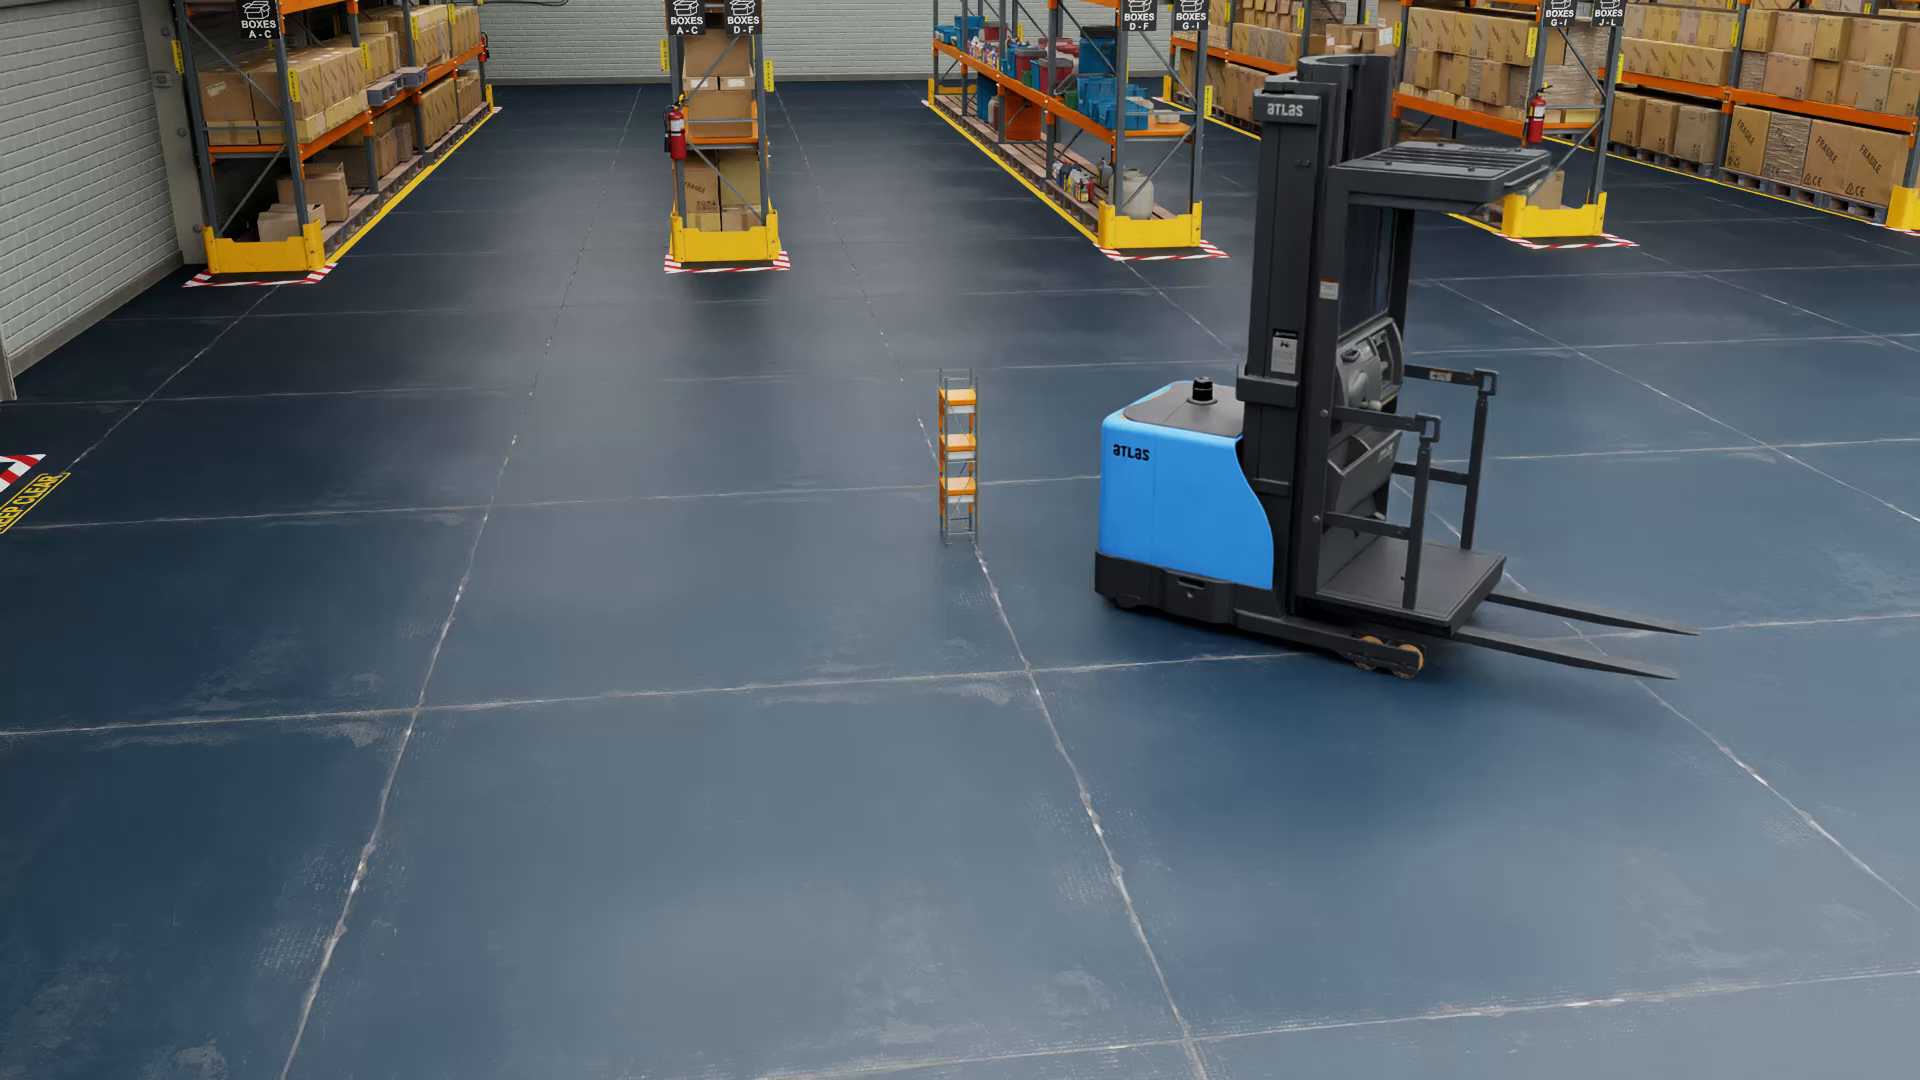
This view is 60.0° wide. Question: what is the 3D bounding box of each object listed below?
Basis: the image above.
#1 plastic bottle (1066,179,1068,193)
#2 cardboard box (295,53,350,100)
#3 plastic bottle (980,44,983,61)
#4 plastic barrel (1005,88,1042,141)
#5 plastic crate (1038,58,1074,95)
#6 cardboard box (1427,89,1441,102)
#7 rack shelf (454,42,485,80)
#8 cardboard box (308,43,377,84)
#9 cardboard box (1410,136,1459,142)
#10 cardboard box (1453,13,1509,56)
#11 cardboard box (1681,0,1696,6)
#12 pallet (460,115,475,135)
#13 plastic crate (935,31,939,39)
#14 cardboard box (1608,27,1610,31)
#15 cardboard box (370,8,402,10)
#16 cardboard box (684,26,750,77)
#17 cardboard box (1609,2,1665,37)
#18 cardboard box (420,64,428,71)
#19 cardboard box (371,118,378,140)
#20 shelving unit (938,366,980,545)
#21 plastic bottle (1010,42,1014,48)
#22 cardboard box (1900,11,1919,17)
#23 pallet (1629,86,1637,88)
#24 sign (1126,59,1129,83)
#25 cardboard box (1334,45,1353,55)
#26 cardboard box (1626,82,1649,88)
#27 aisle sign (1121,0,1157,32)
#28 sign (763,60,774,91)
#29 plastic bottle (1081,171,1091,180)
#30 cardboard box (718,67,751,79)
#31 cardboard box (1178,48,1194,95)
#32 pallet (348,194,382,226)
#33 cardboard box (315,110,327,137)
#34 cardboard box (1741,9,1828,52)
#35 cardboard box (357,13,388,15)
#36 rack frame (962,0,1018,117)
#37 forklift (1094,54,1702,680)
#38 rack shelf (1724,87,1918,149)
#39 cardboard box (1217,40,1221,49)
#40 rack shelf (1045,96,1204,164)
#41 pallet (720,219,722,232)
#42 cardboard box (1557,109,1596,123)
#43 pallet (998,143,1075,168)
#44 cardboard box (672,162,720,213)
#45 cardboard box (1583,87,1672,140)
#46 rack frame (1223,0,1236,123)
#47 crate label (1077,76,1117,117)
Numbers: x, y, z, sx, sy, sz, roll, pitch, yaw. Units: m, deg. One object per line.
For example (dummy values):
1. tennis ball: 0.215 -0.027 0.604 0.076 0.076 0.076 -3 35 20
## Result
1. plastic bottle: 1.442 -4.651 21.752 0.097 0.201 0.097 0 20 0
2. cardboard box: -7.599 -5.516 19.811 0.500 0.500 0.500 -4 21 -9
3. plastic bottle: 0.384 -8.308 28.357 0.097 0.271 0.097 0 20 0
4. plastic barrel: 1.027 -6.954 27.049 0.600 0.830 0.708 -3 21 -8
5. plastic crate: 1.318 -6.403 22.980 0.402 0.464 0.583 -3 21 -8
6. cardboard box: 6.453 -5.916 22.127 0.380 0.149 0.250 -3 21 -8
7. rack shelf: -9.554 -8.846 30.642 1.077 0.370 4.000 -3 21 -8
8. cardboard box: -8.226 -6.345 22.147 0.700 0.500 0.500 -1 20 -2
9. cardboard box: 6.610 -5.355 23.240 0.500 0.500 0.500 -4 21 -9
10. cardboard box: 6.634 -6.437 21.168 0.500 0.500 0.500 -3 21 -8
11. cardboard box: 14.757 -10.756 33.157 0.500 0.500 0.500 -3 21 -7
12. pallet: -9.298 -7.452 29.865 1.003 0.211 1.213 -3 21 -8
13. plastic crate: -0.365 -10.062 33.162 0.250 0.136 0.298 -3 21 -8
14. cardboard box: 11.063 -8.599 27.862 0.380 0.149 0.250 -3 21 -8
15. cardboard box: -9.298 -8.511 27.048 0.500 0.250 0.500 -4 21 -10
16. cardboard box: -2.697 -5.422 18.449 0.700 0.500 0.500 -3 21 -8
17. cardboard box: 10.993 -8.430 26.927 0.700 0.500 0.500 -3 21 -8
18. cardboard box: -8.490 -7.307 25.823 0.380 0.149 0.250 -2 21 -6
19. cardboard box: -8.381 -5.693 23.045 0.500 0.250 0.500 -4 21 -9
20. shelving unit: -0.008 -0.510 10.082 0.215 1.050 0.252 -3 21 -8
21. plastic bottle: 0.919 -8.496 28.860 0.097 0.271 0.097 0 20 0
22. cardboard box: 15.740 -8.390 27.225 0.500 0.500 0.500 -2 21 -5
23. pallet: 14.862 -9.546 35.472 1.003 0.211 1.213 -3 21 -8
24. sign: 2.237 -6.374 22.599 0.100 0.325 0.005 -3 21 -8
25. cardboard box: 6.030 -7.390 25.329 0.500 0.250 0.500 -4 21 -9
26. cardboard box: 14.863 -9.898 35.491 0.875 0.438 0.875 -4 21 -10
27. aisle sign: 1.984 -6.013 18.314 0.394 0.787 0.004 -3 21 -8
28. sign: -2.084 -5.056 18.114 0.100 0.325 0.005 -3 21 -8
29. plastic bottle: 1.628 -4.654 21.653 0.152 0.276 0.135 -3 21 -8
30. cardboard box: -2.628 -5.442 19.429 0.380 0.149 0.250 -4 21 -10
31. cardboard box: 5.034 -9.609 34.092 0.875 0.875 0.875 -3 21 -8
32. pallet: -7.981 -4.184 21.116 1.003 0.211 1.213 -3 21 -8
33. cardboard box: -7.381 -4.639 18.535 0.500 0.250 0.500 -4 21 -9
34. cardboard box: 11.534 -7.132 23.267 0.875 0.550 0.550 -3 21 -8
35. cardboard box: -9.082 -7.976 25.616 0.500 0.250 0.500 -4 21 -10
36. rack frame: 0.538 -8.990 30.000 1.000 3.000 0.127 -3 21 -8
37. forklift: 2.270 -0.891 8.412 3.031 2.935 1.130 12 24 30
38. rack shelf: 11.803 -5.656 22.101 1.077 0.370 4.000 -3 21 -8
39. cardboard box: 5.033 -9.301 31.190 0.380 0.149 0.250 -3 21 -7
40. rack shelf: 1.979 -5.191 20.856 1.077 0.370 4.000 -3 21 -8
41. pallet: -2.786 -3.543 19.401 1.003 0.211 1.213 -3 21 -8
42. cardboard box: 7.364 -5.078 19.885 0.380 0.149 0.250 -3 21 -8
43. pallet: 1.188 -6.029 26.056 1.003 0.211 1.213 -3 21 -8
44. cardboard box: -3.006 -4.018 18.944 0.500 0.500 0.500 -3 21 -8
45. cardboard box: 10.937 -6.998 27.280 1.050 0.750 0.750 -3 21 -8
46. rack frame: 5.439 -9.240 30.669 1.000 3.000 0.127 -3 21 -8
47. crate label: 1.735 -5.476 20.539 0.502 0.435 0.616 -3 21 -8
